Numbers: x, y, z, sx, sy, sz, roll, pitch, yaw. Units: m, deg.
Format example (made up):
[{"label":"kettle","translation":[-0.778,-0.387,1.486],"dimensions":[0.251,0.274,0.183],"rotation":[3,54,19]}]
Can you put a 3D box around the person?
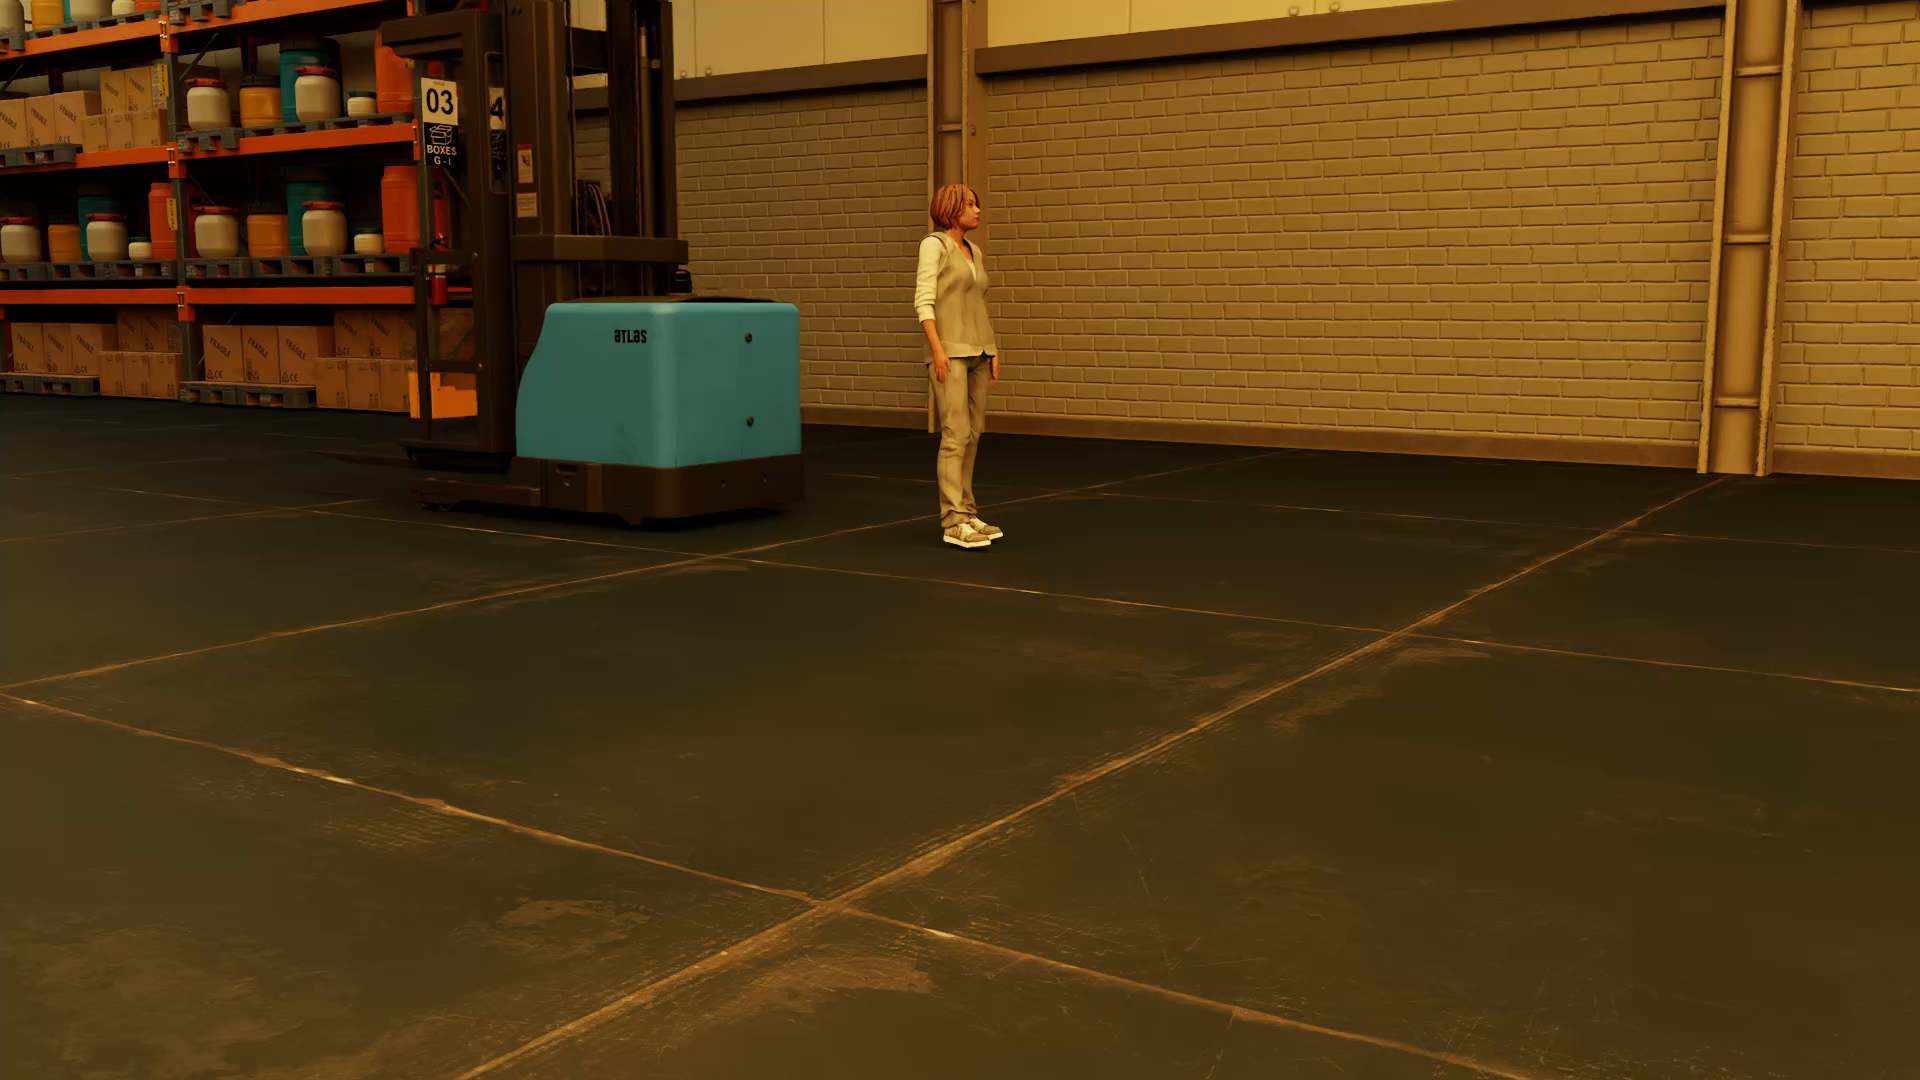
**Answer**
[{"label":"person","translation":[0.054,-0.790,7.438],"dimensions":[0.473,1.599,0.521],"rotation":[5,10,34]}]

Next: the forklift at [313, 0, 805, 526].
[{"label":"forklift","translation":[-2.301,-1.656,8.838],"dimensions":[3.031,2.935,1.130],"rotation":[6,10,34]}]
